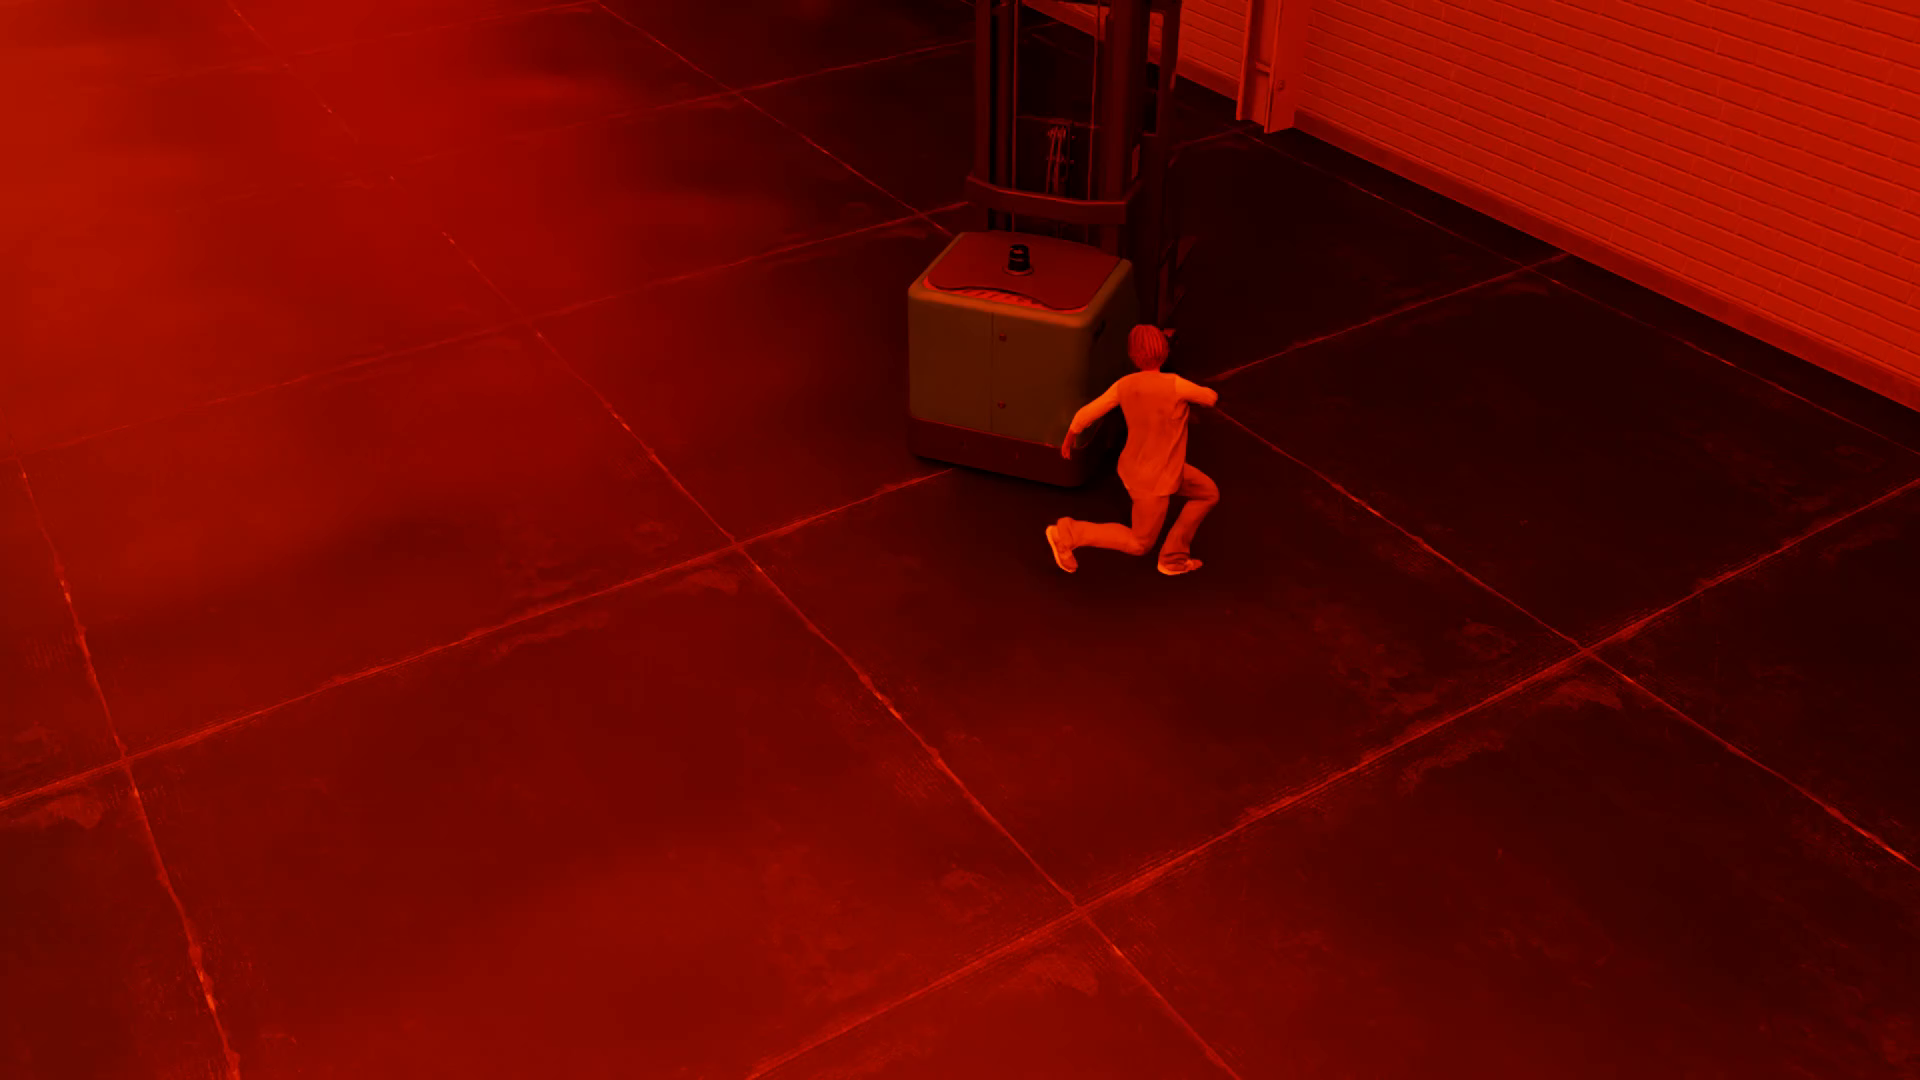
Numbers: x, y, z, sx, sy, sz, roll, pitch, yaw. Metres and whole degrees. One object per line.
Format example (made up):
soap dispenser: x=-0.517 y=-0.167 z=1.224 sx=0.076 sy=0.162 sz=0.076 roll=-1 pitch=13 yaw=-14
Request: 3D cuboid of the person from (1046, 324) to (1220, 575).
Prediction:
person: x=0.851 y=-0.414 z=8.148 sx=0.848 sy=1.375 sz=0.576 roll=-9 pitch=36 yaw=-13

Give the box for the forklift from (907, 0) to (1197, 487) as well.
forklift: x=0.724 y=-2.326 z=9.458 sx=1.130 sy=2.935 sz=3.031 roll=13 pitch=37 yaw=18
